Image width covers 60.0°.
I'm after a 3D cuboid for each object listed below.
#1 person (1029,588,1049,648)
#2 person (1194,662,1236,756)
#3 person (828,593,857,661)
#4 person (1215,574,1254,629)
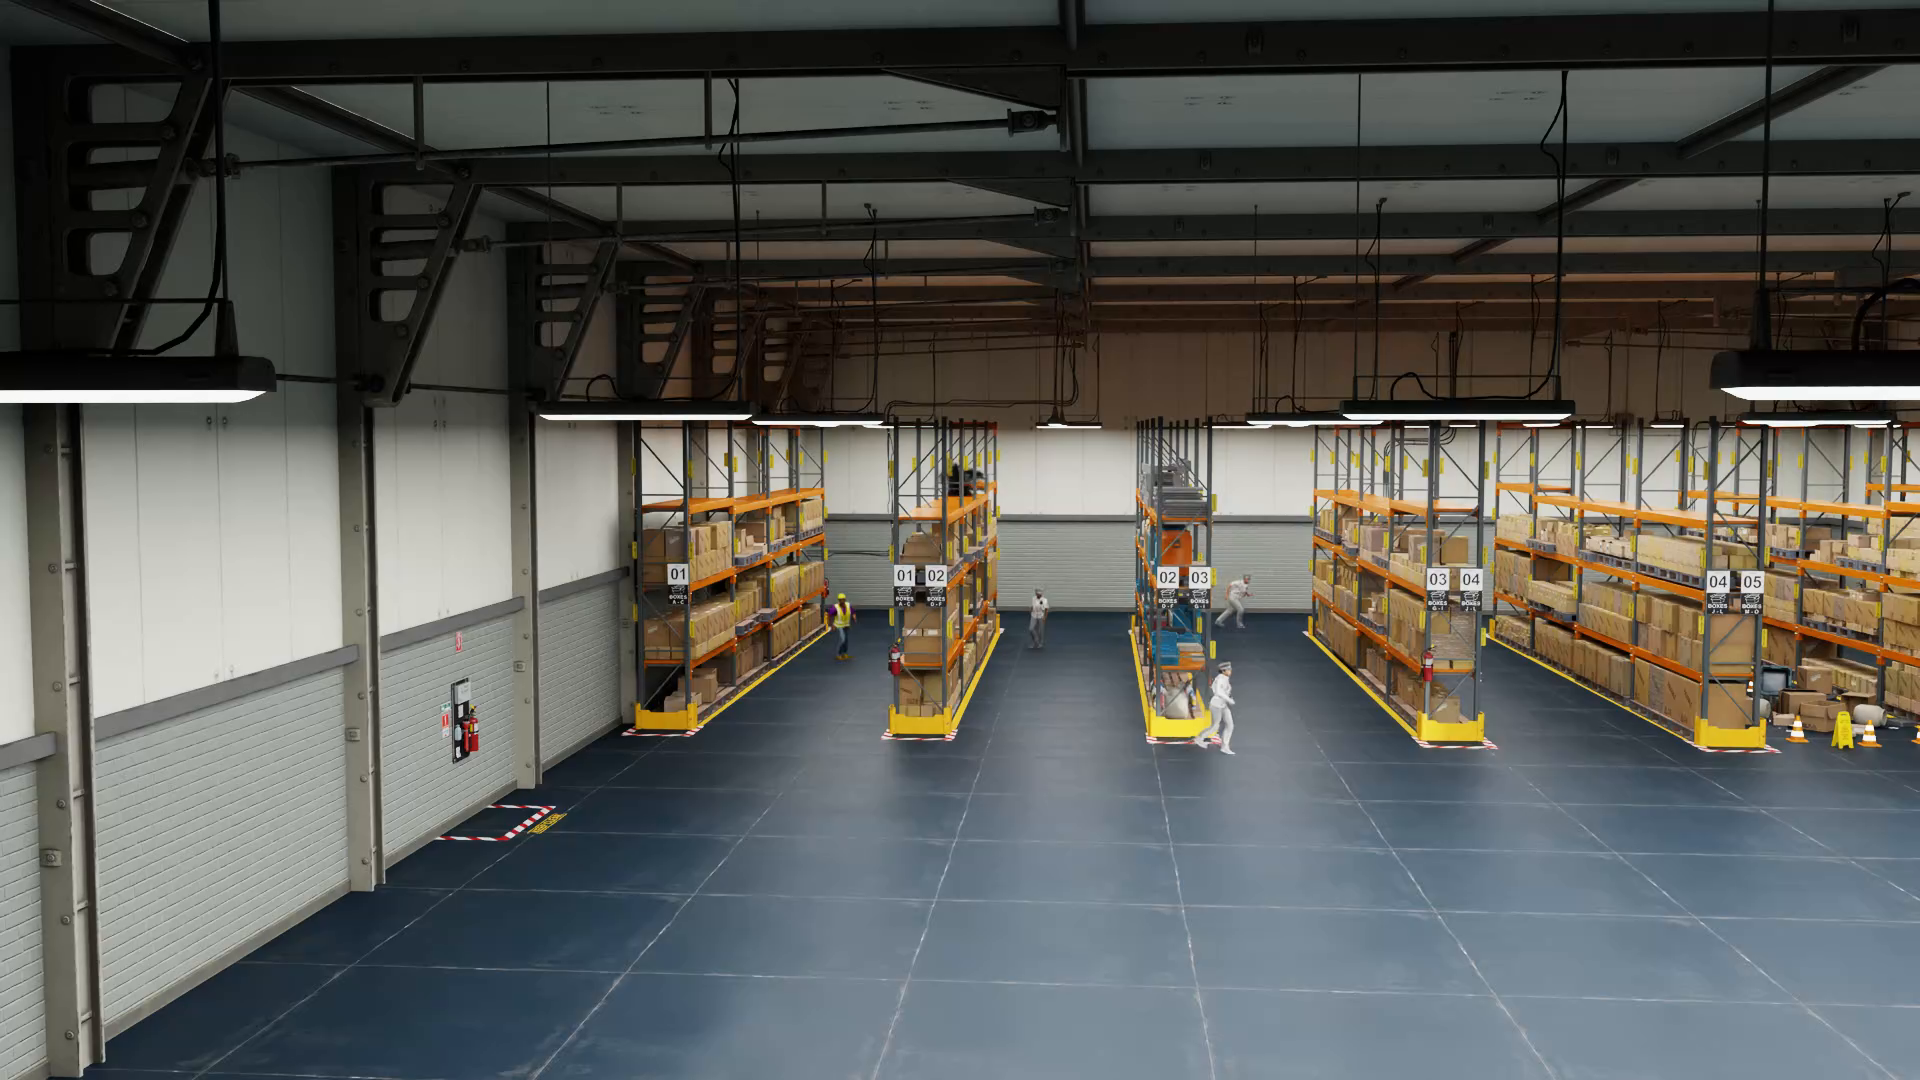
[{"bbox_3d":[2.085,2.056,43.735,0.565,1.600,0.728,1,4,16],"label":"person"},{"bbox_3d":[4.512,2.972,29.506,0.789,1.664,0.578,2,4,26],"label":"person"},{"bbox_3d":[-2.908,2.175,41.676,0.705,1.698,0.801,-3,5,-39],"label":"person"},{"bbox_3d":[7.997,1.770,48.389,1.116,1.587,0.663,2,4,28],"label":"person"}]
